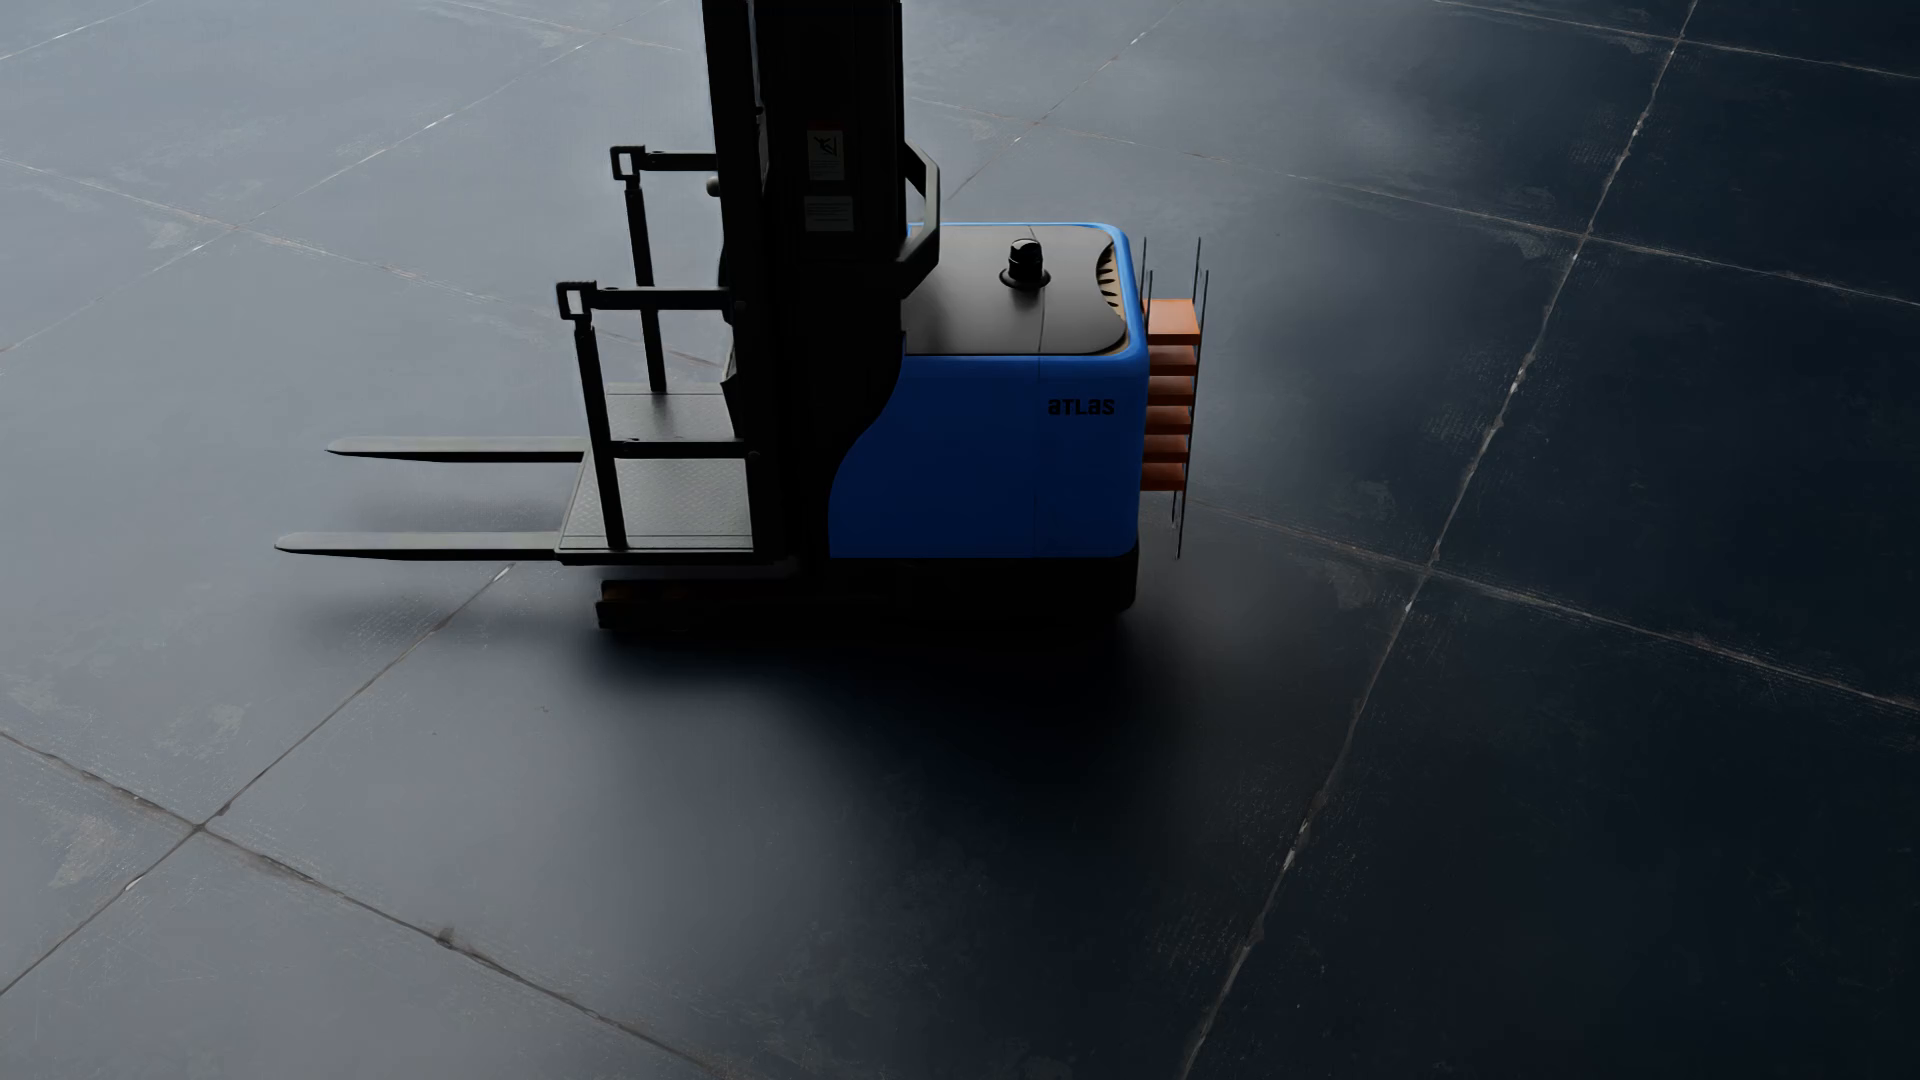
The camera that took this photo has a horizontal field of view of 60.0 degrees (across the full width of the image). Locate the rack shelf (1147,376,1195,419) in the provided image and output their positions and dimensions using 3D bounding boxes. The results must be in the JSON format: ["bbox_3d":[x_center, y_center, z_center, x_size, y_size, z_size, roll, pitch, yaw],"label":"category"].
[{"bbox_3d":[0.718,-0.536,5.839,0.180,0.103,0.258,0,37,0],"label":"rack shelf"}]

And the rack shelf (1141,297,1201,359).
[{"bbox_3d":[0.718,-0.727,5.694,0.180,0.103,0.258,0,37,0],"label":"rack shelf"}]

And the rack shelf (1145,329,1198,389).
[{"bbox_3d":[0.718,-0.632,5.766,0.180,0.103,0.258,0,37,0],"label":"rack shelf"}]

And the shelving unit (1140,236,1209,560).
[{"bbox_3d":[0.718,-0.476,5.884,0.189,1.200,0.258,0,37,0],"label":"shelving unit"}]

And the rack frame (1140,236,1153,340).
[{"bbox_3d":[0.626,-0.476,5.884,0.006,1.200,0.240,0,37,0],"label":"rack frame"}]

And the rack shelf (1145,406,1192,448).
[{"bbox_3d":[0.718,-0.440,5.911,0.180,0.103,0.258,0,37,0],"label":"rack shelf"}]

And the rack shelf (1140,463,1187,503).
[{"bbox_3d":[0.718,-0.249,6.056,0.180,0.103,0.258,0,37,0],"label":"rack shelf"}]

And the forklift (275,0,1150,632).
[{"bbox_3d":[-0.897,-1.166,5.363,3.031,2.935,1.130,0,37,0],"label":"forklift"}]

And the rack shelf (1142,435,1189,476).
[{"bbox_3d":[0.718,-0.345,5.984,0.180,0.103,0.258,0,37,0],"label":"rack shelf"}]

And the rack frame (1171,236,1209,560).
[{"bbox_3d":[0.809,-0.476,5.885,0.006,1.200,0.240,0,37,0],"label":"rack frame"}]
